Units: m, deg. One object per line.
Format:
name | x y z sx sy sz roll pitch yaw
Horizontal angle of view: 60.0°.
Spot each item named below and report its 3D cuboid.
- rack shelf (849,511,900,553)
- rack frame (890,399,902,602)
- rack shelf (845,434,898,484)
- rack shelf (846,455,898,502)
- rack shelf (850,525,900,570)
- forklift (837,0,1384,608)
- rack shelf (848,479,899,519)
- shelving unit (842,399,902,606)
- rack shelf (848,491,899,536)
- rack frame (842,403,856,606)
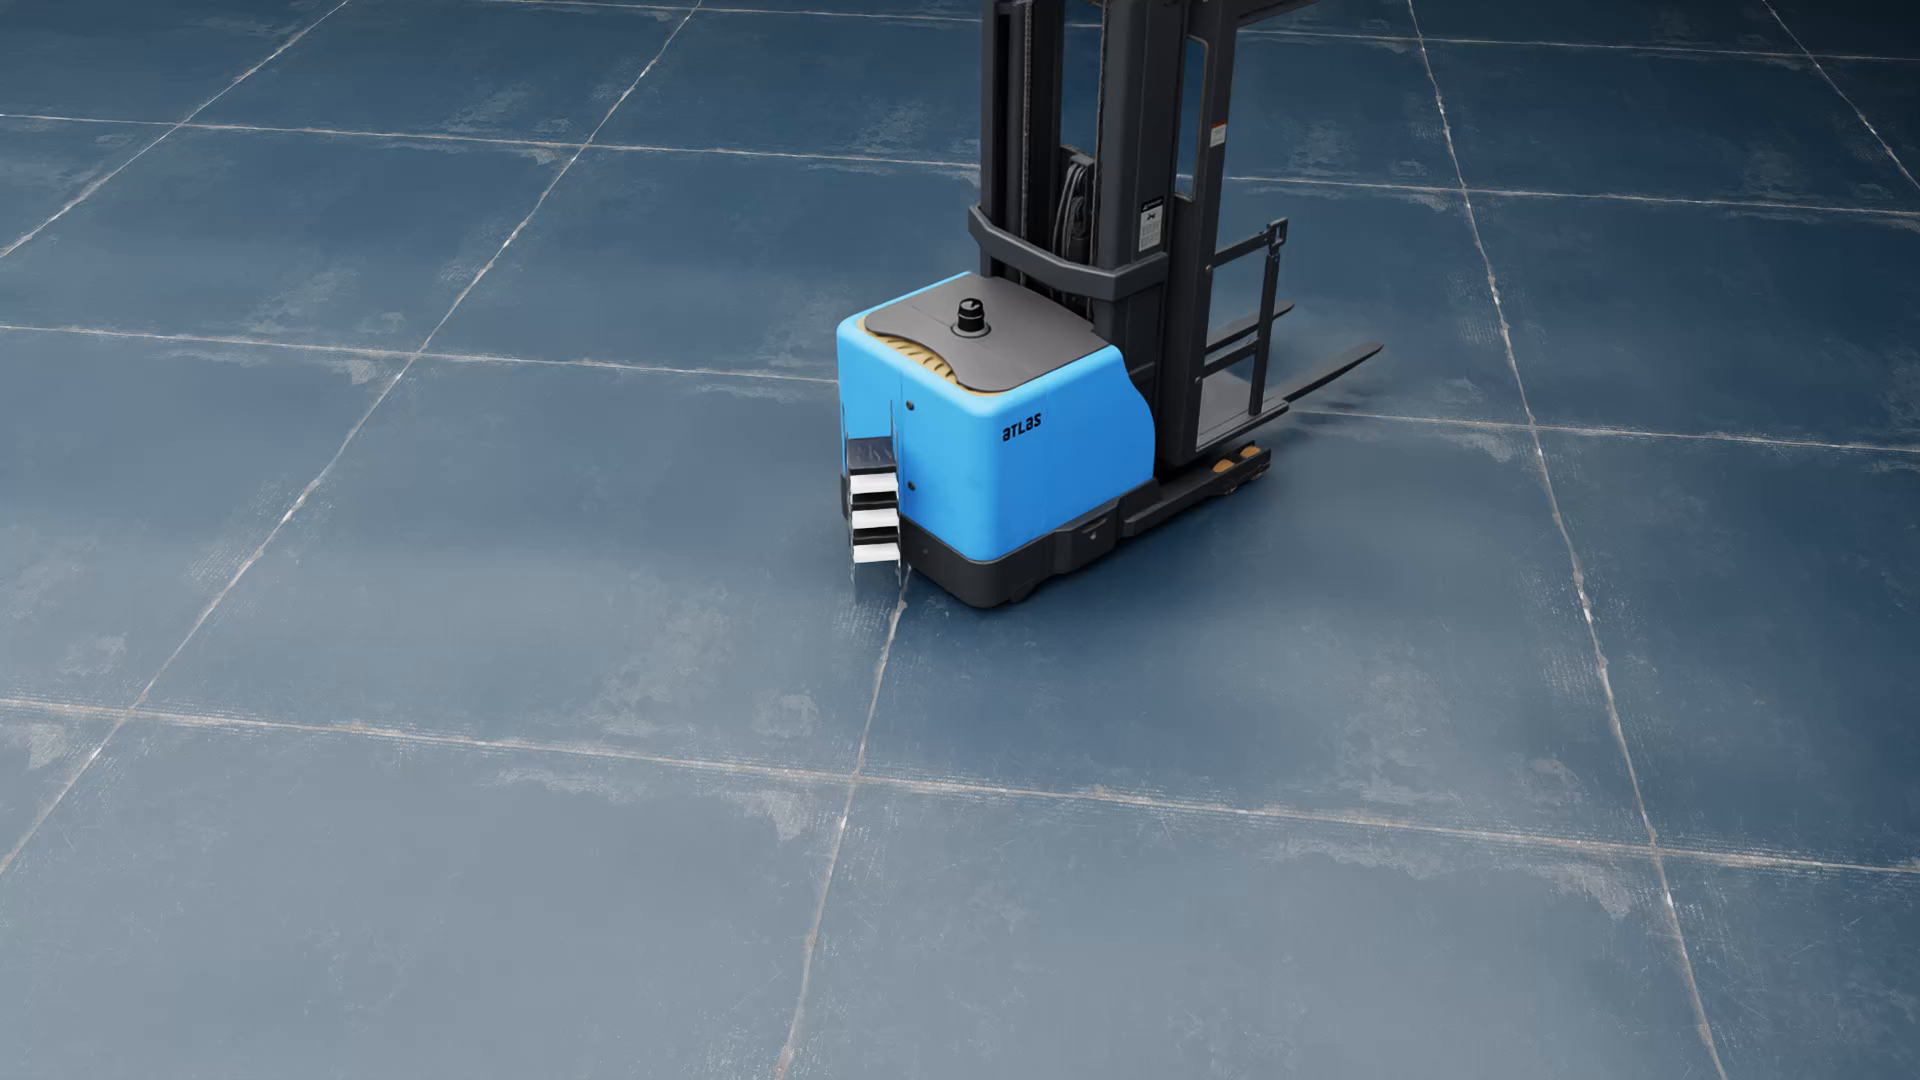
rack shelf | -0.377 -0.051 7.259 0.200 0.077 0.258 -5 36 -6
rack frame | -0.277 -0.160 7.199 0.006 0.900 0.240 -5 36 -6
rack shelf | -0.377 -0.344 7.050 0.200 0.077 0.258 -5 36 -6
rack shelf | -0.377 -0.271 7.103 0.200 0.077 0.258 -5 36 -6
rack shelf | -0.377 0.022 7.312 0.200 0.077 0.258 -5 36 -6
forklift | 0.890 -1.621 7.499 3.031 2.935 1.130 -27 43 -32
rack shelf | -0.377 -0.198 7.155 0.200 0.077 0.258 -5 36 -6
shelving unit | -0.377 -0.152 7.188 0.210 0.900 0.258 -5 36 -6
rack shelf | -0.377 -0.125 7.207 0.200 0.077 0.258 -5 36 -6
rack frame | -0.478 -0.144 7.177 0.006 0.900 0.240 -5 36 -6
